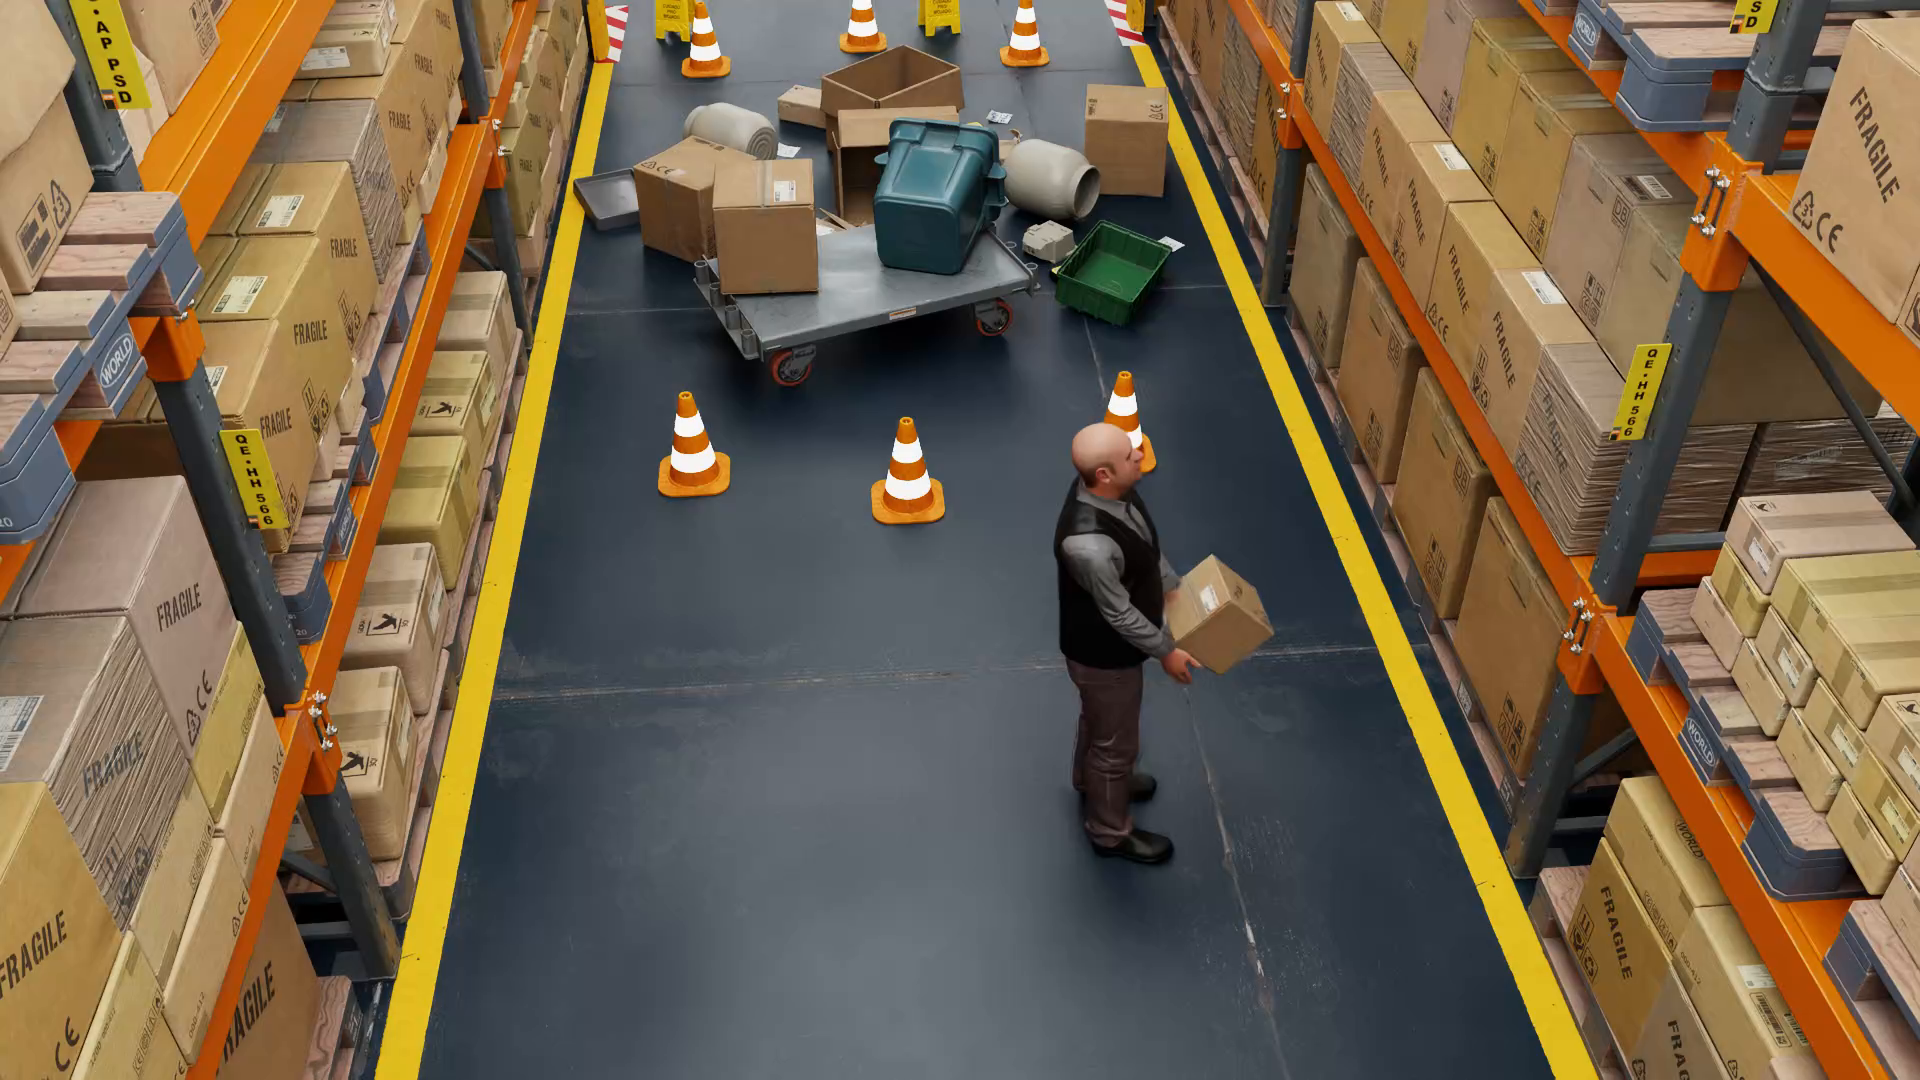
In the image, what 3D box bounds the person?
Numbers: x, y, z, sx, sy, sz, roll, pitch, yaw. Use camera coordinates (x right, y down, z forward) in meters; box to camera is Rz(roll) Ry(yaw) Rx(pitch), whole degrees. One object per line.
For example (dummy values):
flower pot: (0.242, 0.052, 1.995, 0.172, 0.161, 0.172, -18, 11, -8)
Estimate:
person: (0.579, 0.341, 5.747, 0.521, 1.726, 0.516, 6, 39, 8)
